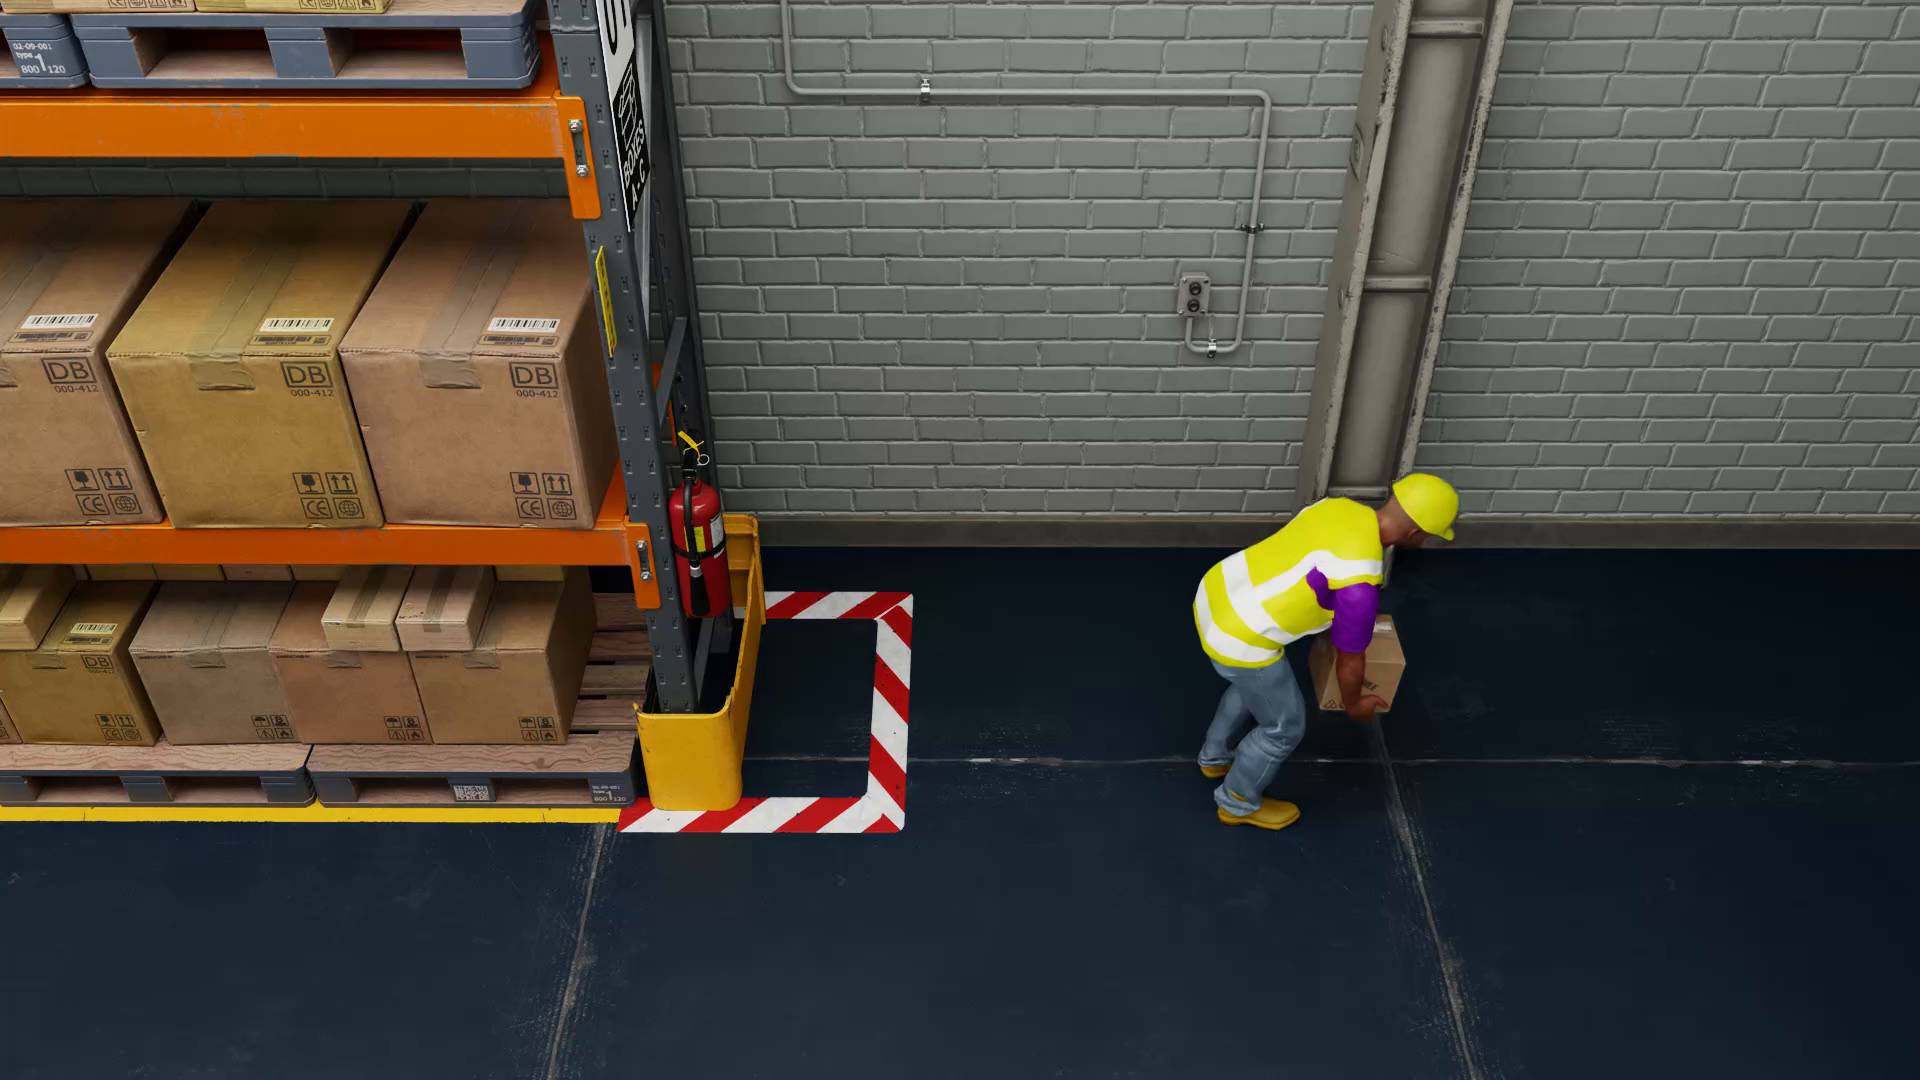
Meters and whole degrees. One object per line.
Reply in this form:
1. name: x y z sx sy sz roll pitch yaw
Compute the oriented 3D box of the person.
1. person: 1.235 0.380 5.882 0.831 1.499 0.487 -1 39 -1
